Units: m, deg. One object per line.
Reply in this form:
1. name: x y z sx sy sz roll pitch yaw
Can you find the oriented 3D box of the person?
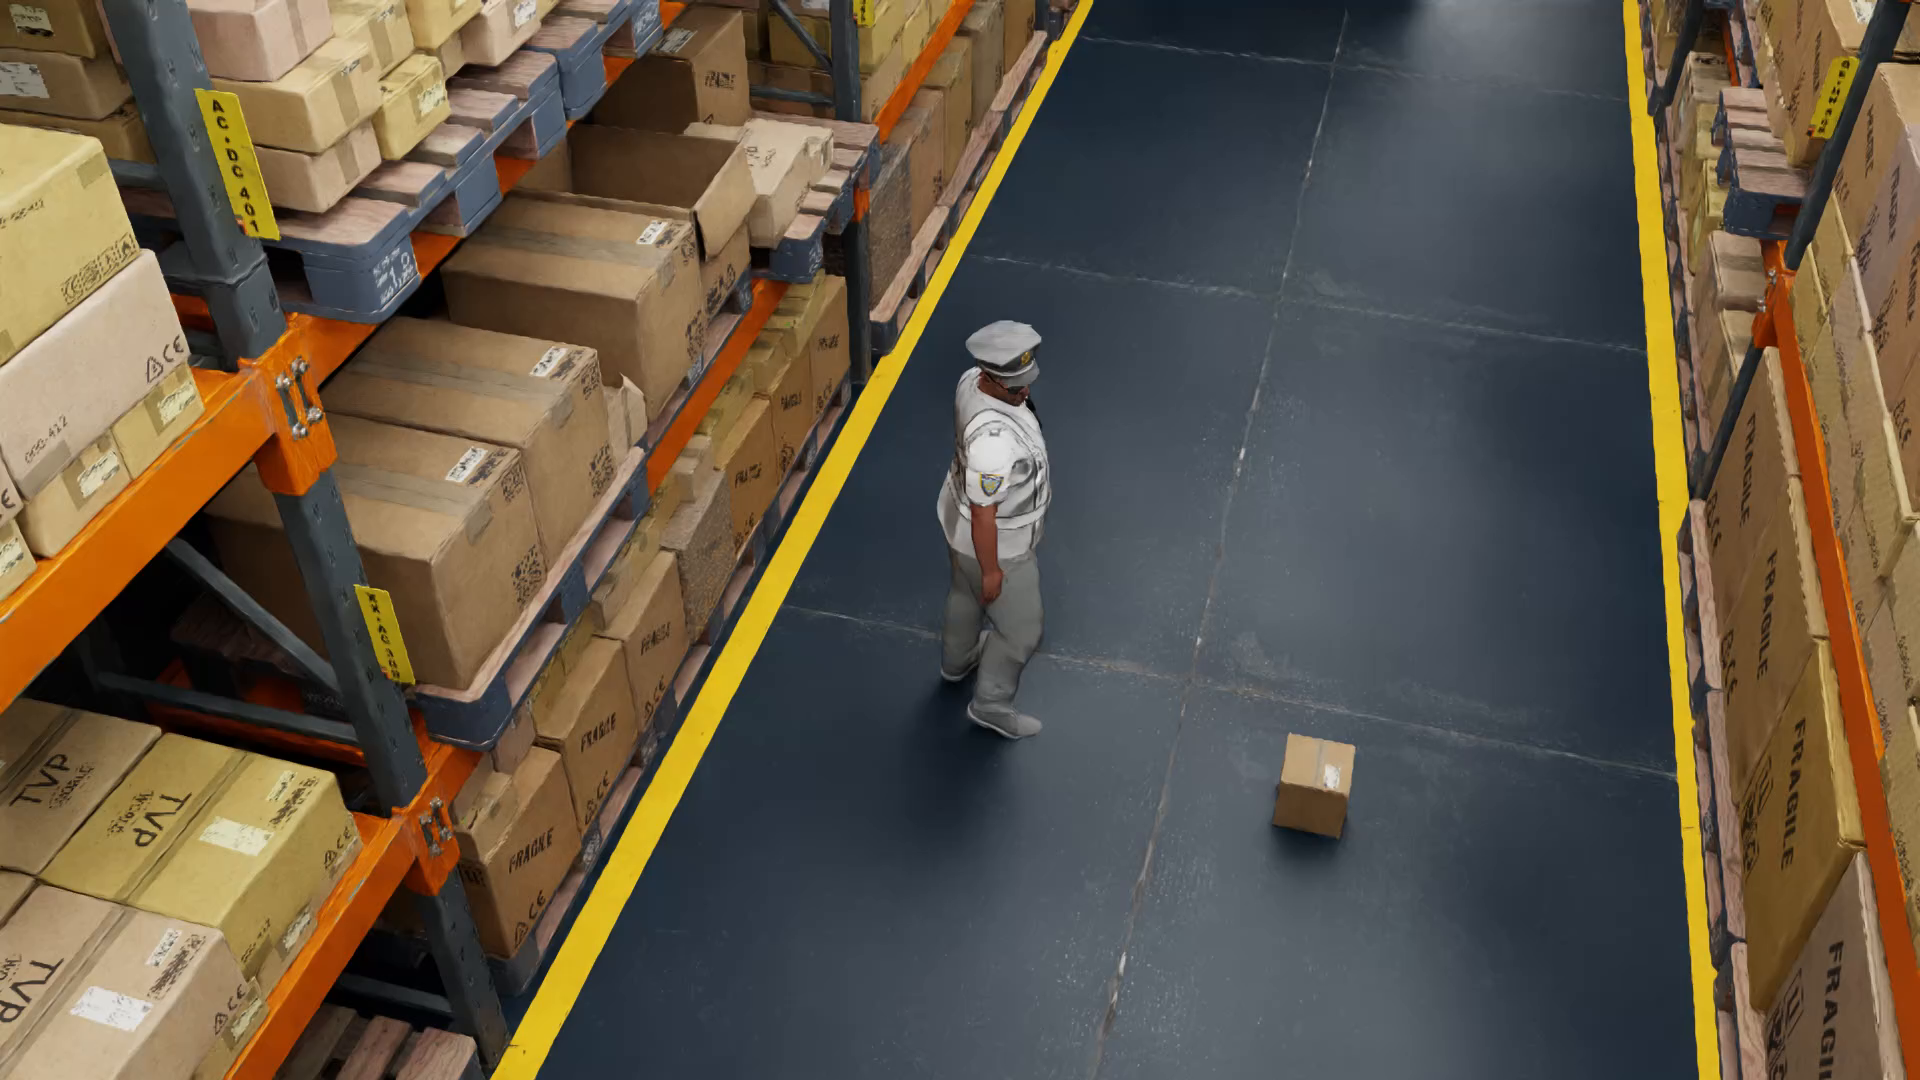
1. person: 0.154 -0.045 6.221 0.432 1.801 0.602 -9 42 -10
